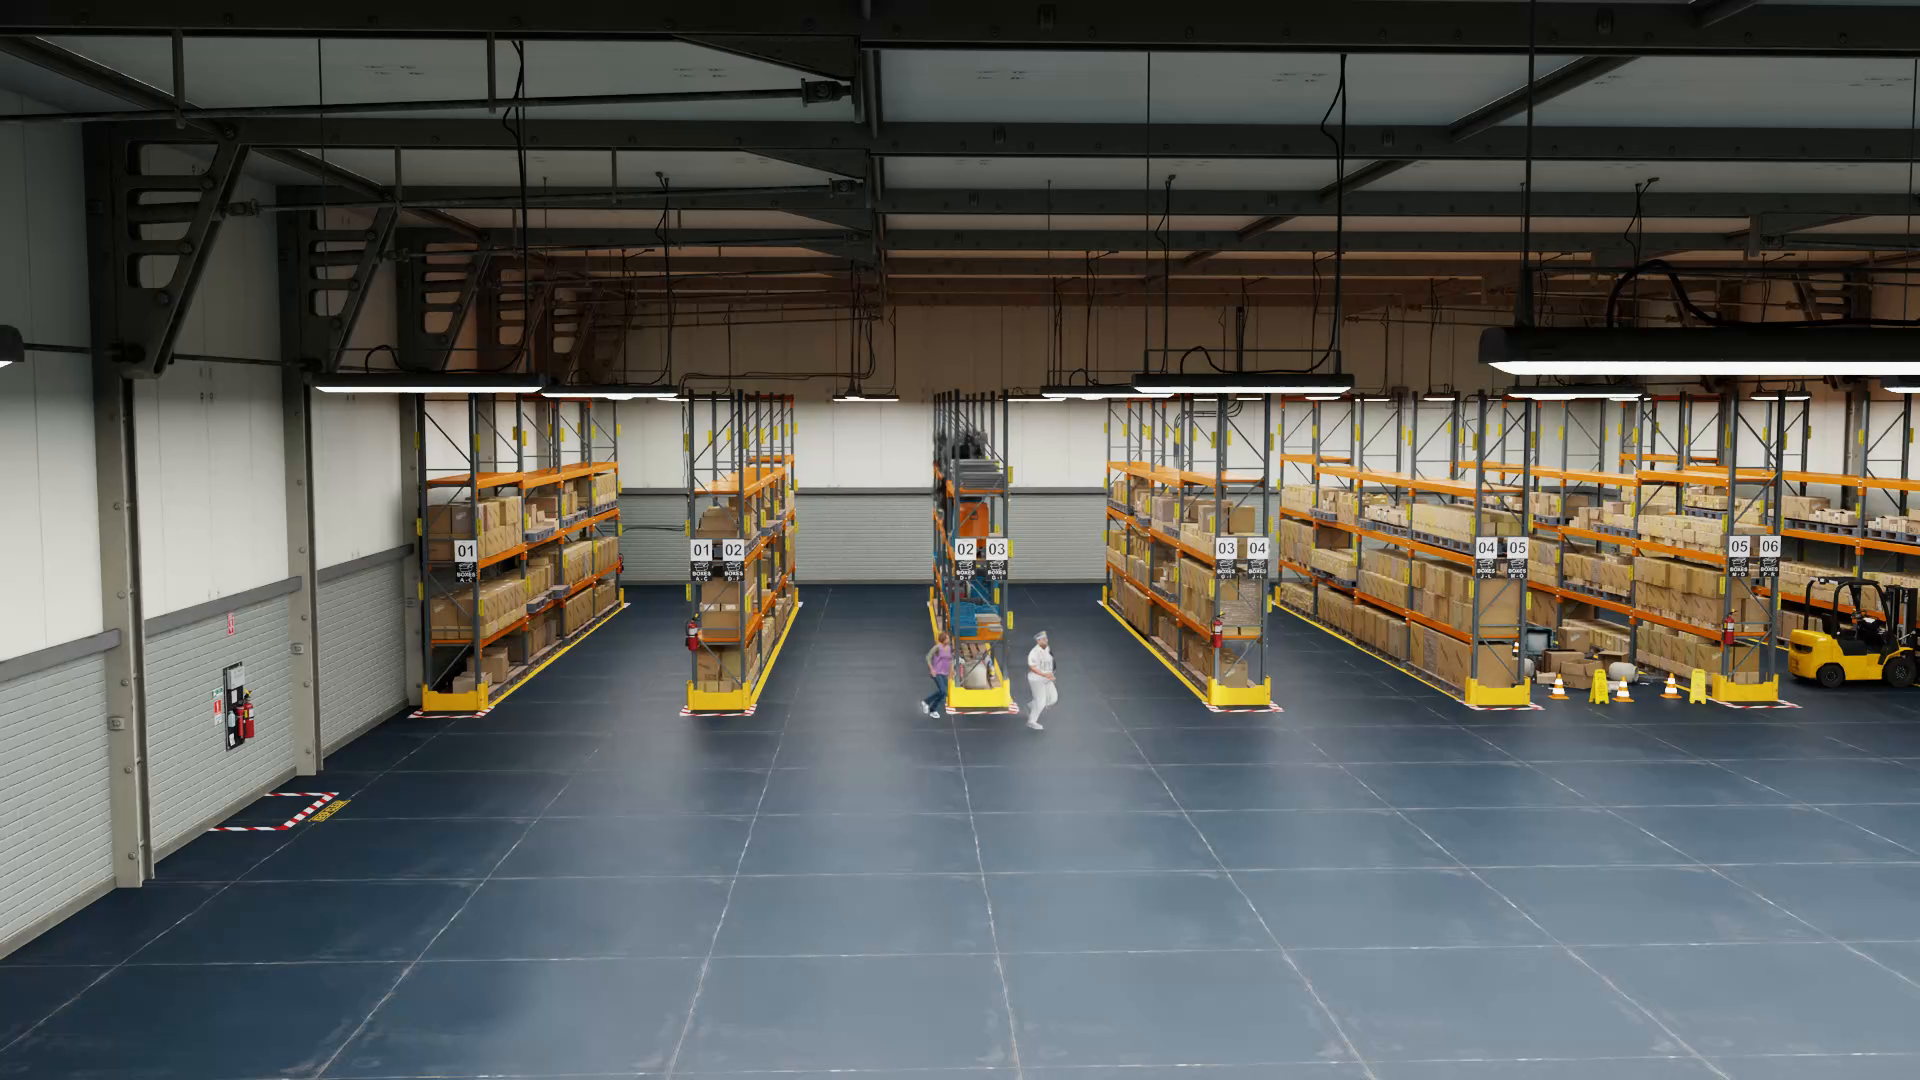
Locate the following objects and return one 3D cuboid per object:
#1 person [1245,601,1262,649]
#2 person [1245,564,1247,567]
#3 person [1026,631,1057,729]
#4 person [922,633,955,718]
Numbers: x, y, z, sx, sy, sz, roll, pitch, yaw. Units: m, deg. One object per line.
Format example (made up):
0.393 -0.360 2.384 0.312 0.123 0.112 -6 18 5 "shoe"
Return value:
6.807 1.727 39.176 0.602 1.640 0.546 0 5 0 "person"
8.505 0.885 48.921 0.553 1.694 0.750 0 5 -2 "person"
1.463 2.463 29.415 0.664 1.744 0.684 4 6 37 "person"
-0.346 2.478 30.482 0.510 1.521 0.588 4 6 42 "person"
